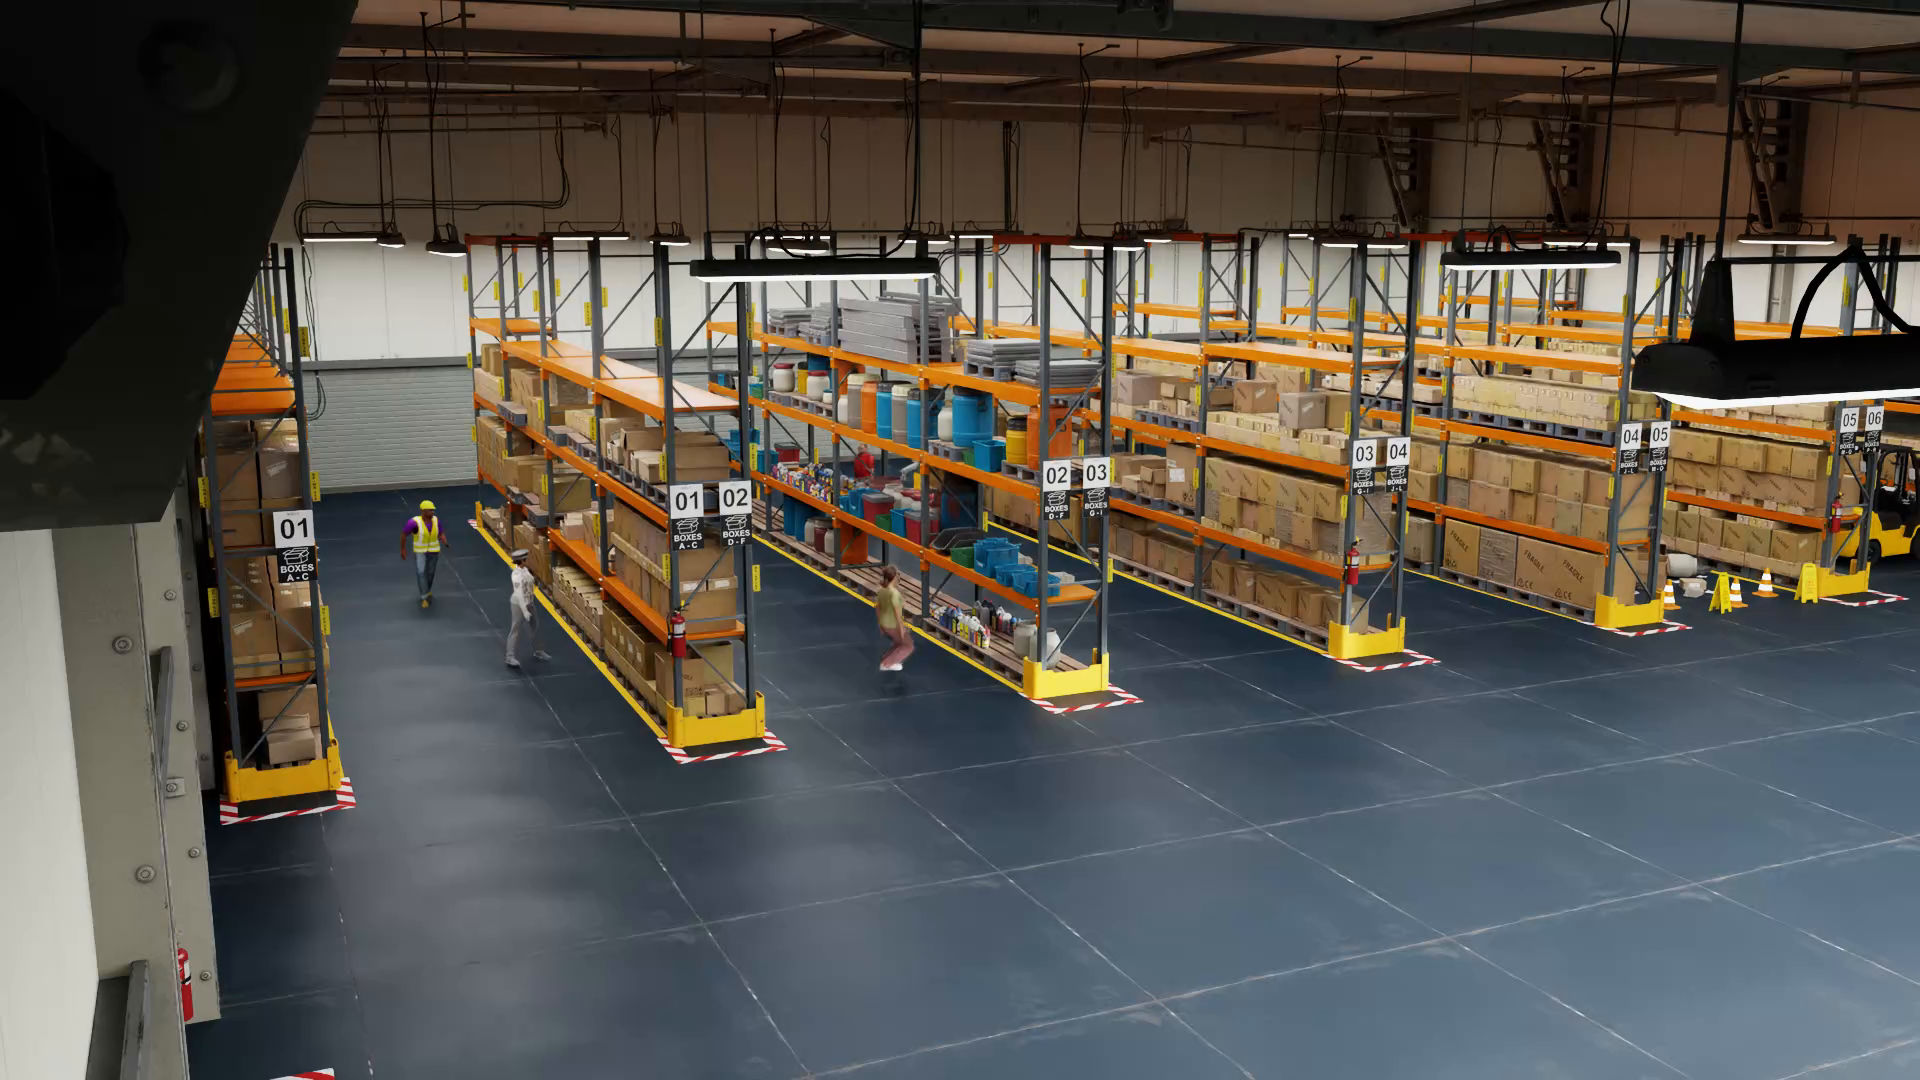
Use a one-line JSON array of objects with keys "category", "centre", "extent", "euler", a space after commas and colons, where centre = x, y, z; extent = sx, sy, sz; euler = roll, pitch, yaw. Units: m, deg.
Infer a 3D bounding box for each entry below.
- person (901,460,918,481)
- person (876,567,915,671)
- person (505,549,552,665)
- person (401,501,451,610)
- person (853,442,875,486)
[{"category": "person", "centre": [-1.024, -2.252, 40.100], "extent": [0.744, 1.727, 0.555], "euler": [3, 11, 13]}, {"category": "person", "centre": [-0.845, 1.084, 22.481], "extent": [0.525, 1.440, 0.567], "euler": [-5, 12, -23]}, {"category": "person", "centre": [-6.250, 0.956, 23.884], "extent": [0.527, 1.704, 0.617], "euler": [2, 11, 10]}, {"category": "person", "centre": [-8.867, 0.204, 27.606], "extent": [0.780, 1.739, 1.003], "euler": [-5, 12, -23]}, {"category": "person", "centre": [-2.020, -1.174, 34.602], "extent": [0.399, 1.731, 0.620], "euler": [-10, 15, -43]}]
